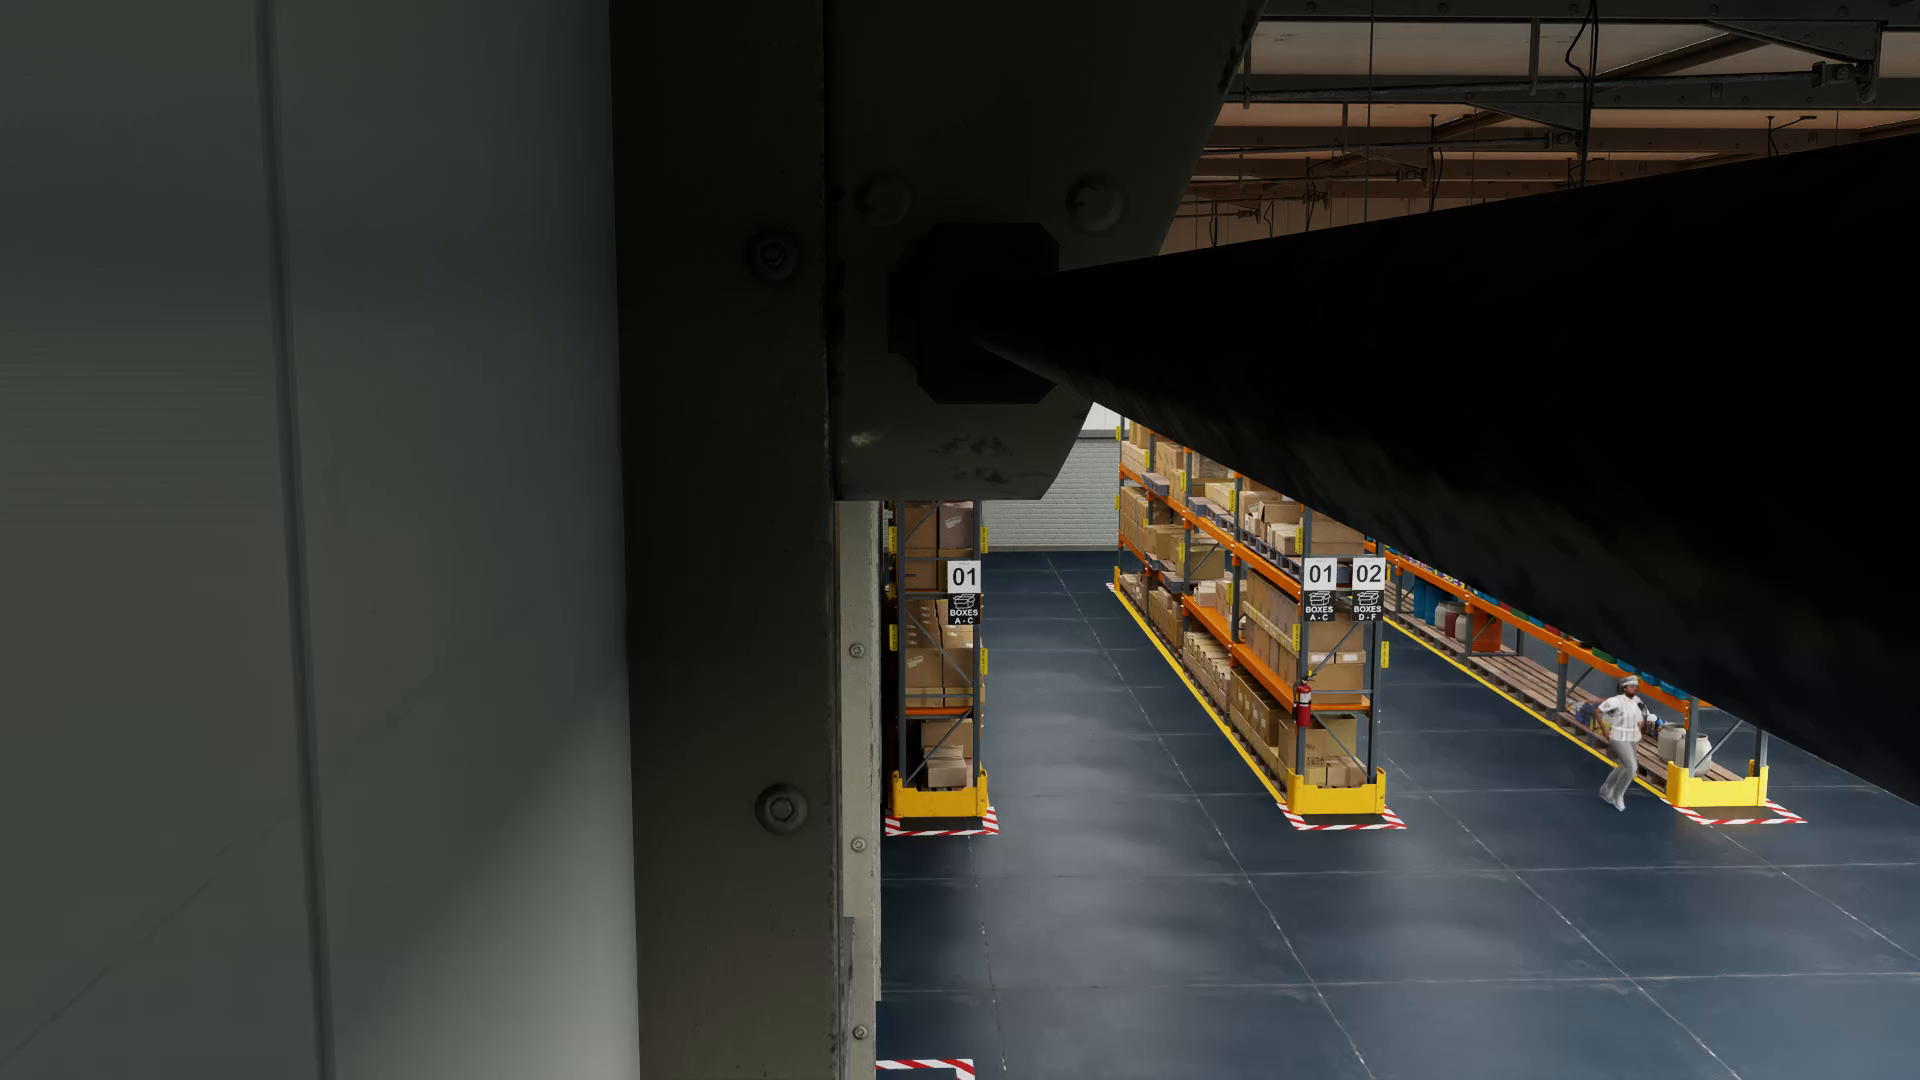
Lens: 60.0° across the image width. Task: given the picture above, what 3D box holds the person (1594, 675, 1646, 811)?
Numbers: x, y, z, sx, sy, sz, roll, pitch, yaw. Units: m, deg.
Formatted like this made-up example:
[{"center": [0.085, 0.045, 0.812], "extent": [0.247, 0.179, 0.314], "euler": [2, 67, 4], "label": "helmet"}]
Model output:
[{"center": [8.339, 2.524, 20.834], "extent": [0.556, 1.698, 0.644], "euler": [-4, 9, -26], "label": "person"}]
